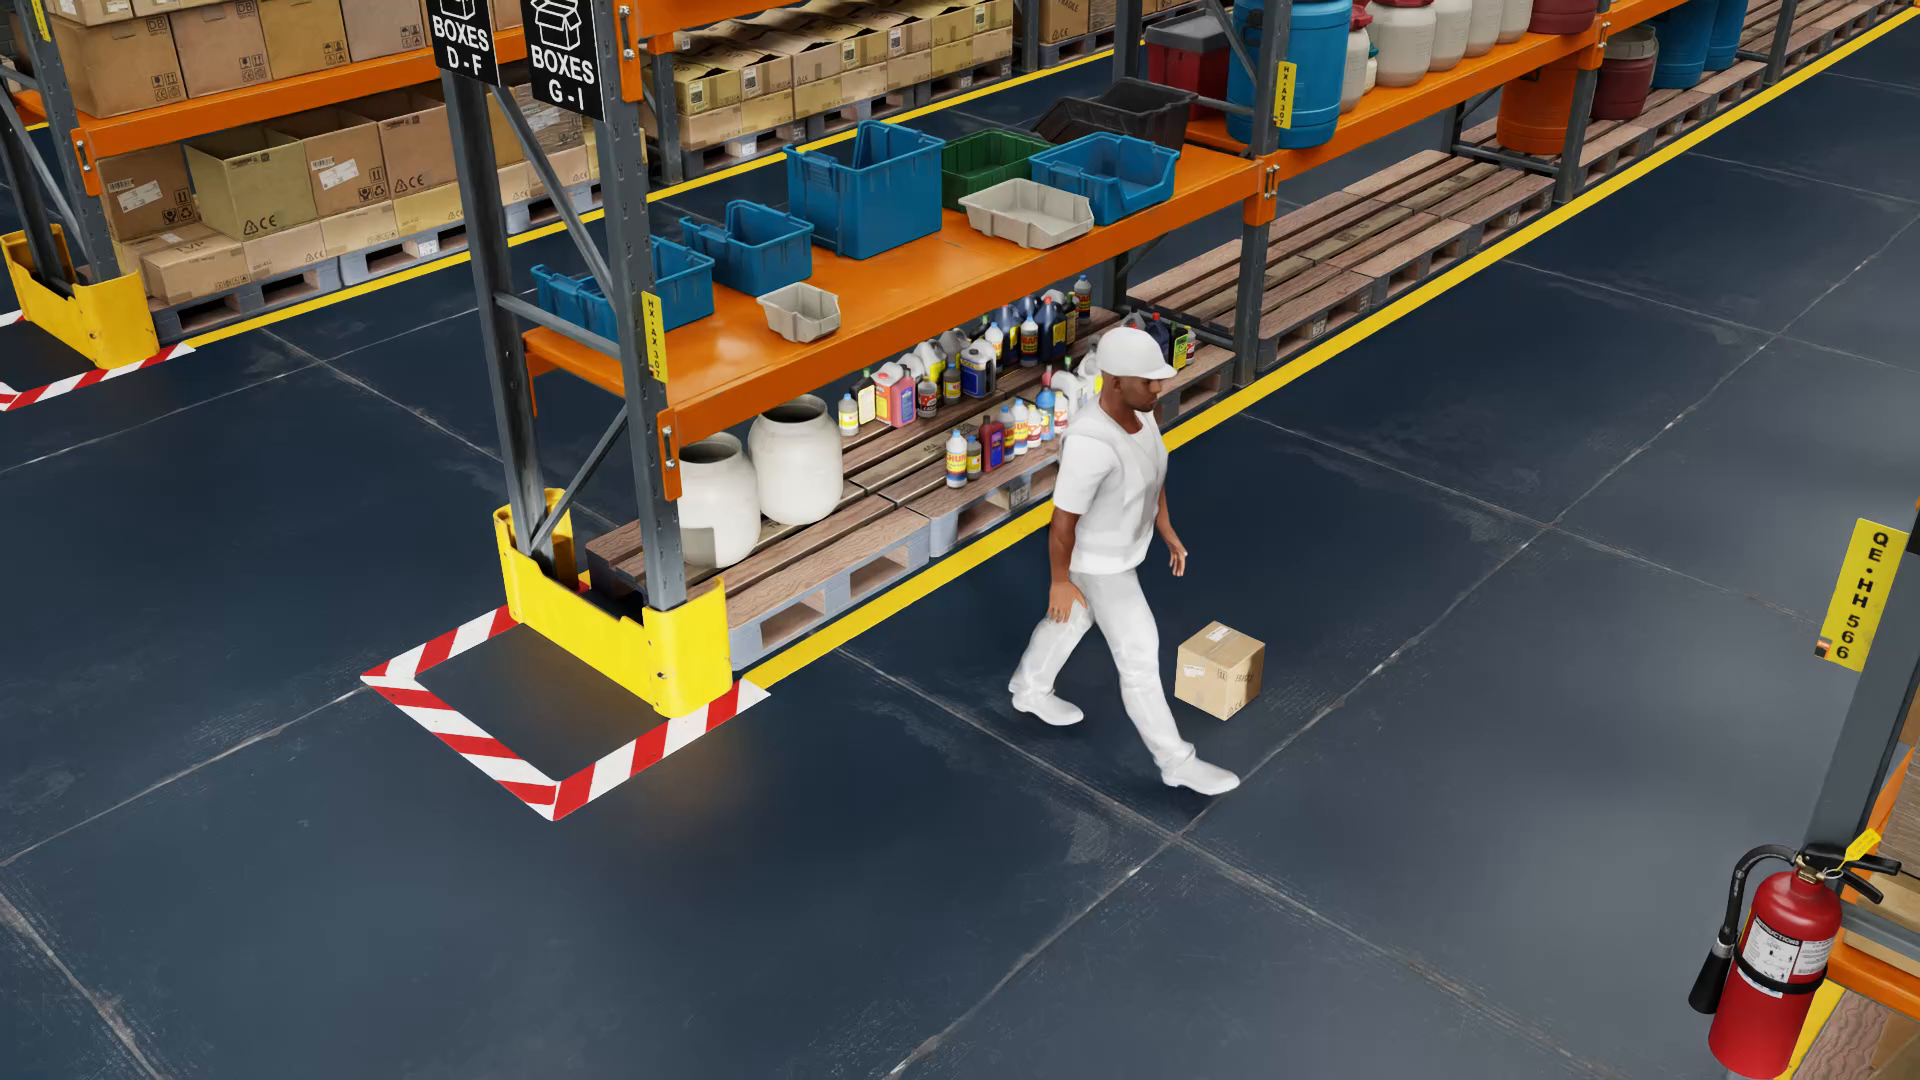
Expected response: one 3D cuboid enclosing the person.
[{"bbox_3d":[0.632,0.043,6.023,0.989,1.714,0.585,10,33,16],"label":"person"}]
